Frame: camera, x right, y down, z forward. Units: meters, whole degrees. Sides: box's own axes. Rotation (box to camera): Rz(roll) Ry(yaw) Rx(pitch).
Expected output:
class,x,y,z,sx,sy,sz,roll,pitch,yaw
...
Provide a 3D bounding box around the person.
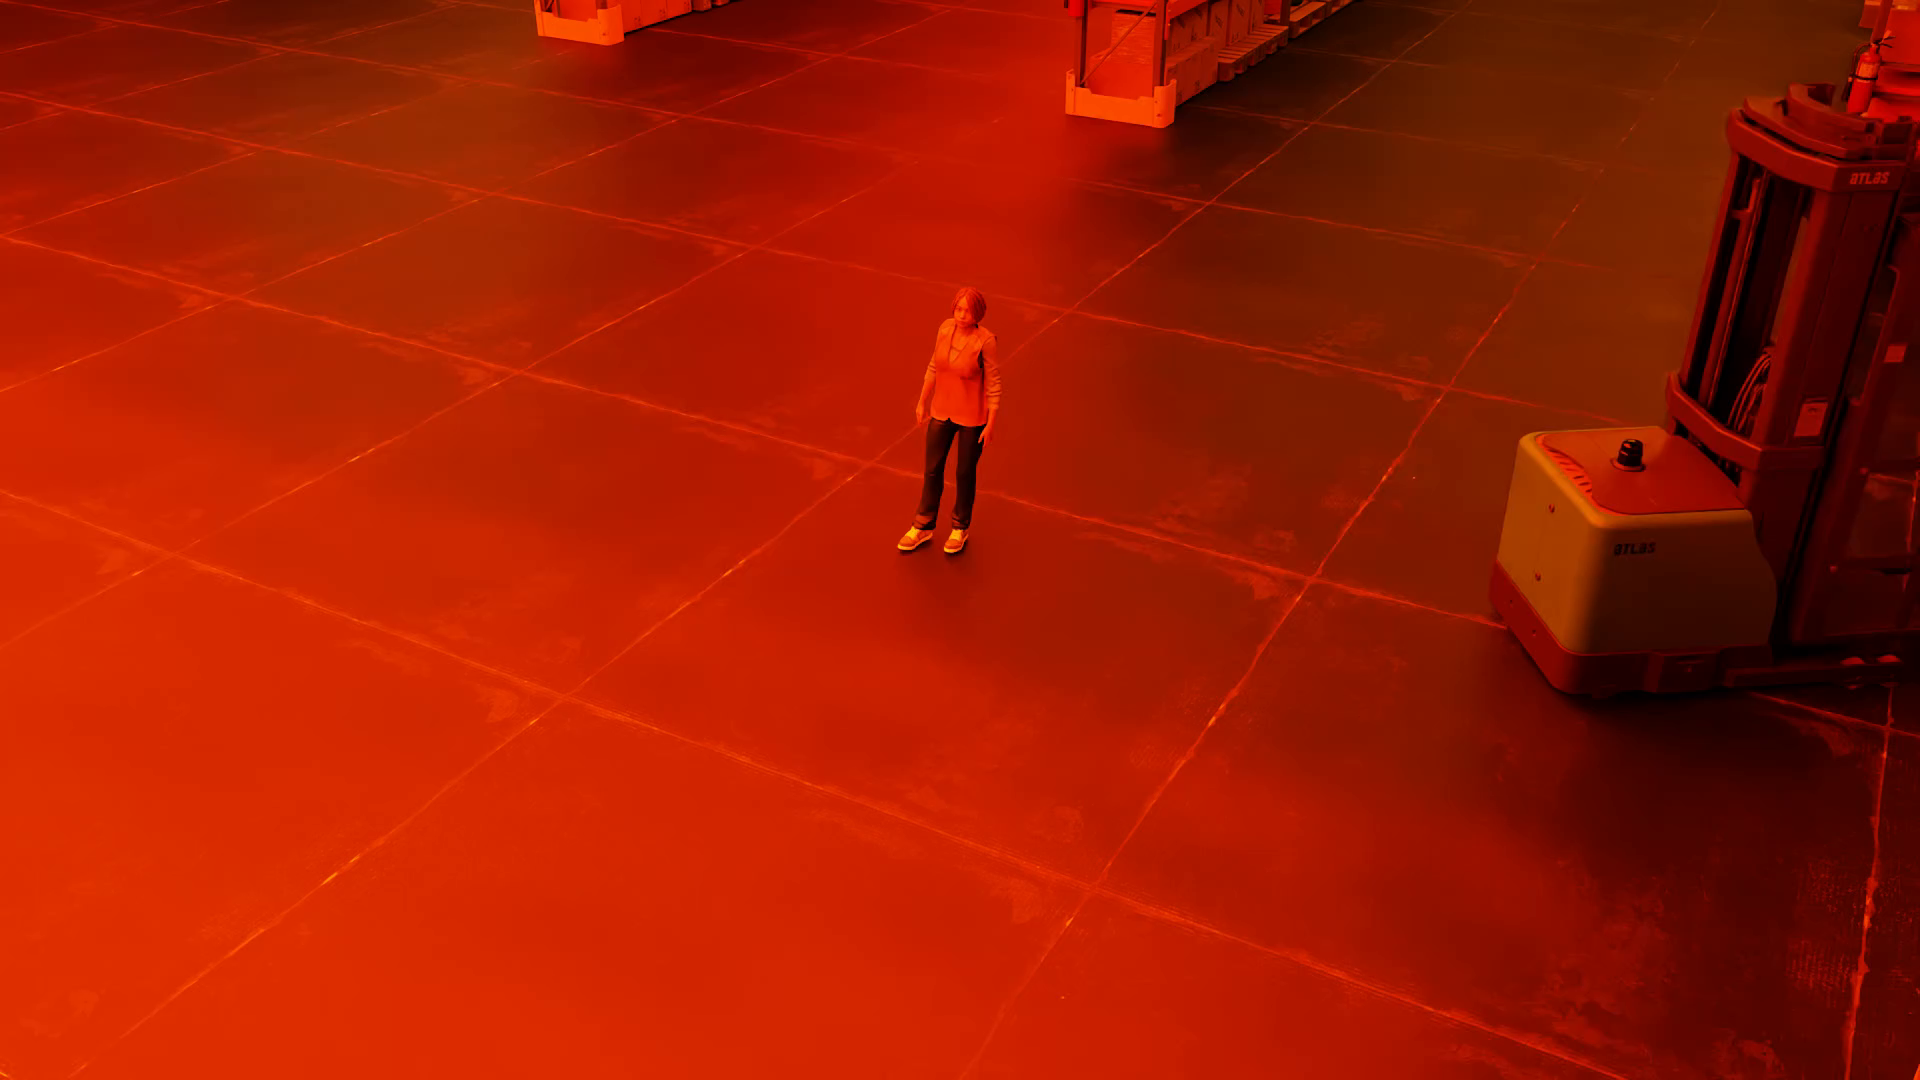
class,x,y,z,sx,sy,sz,roll,pitch,yaw
person,-0.048,-0.669,9.550,0.520,1.597,0.476,15,33,25

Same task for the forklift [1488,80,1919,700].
class,x,y,z,sx,sy,sz,roll,pitch,yaw
forklift,4.508,-0.754,8.377,3.031,2.935,1.130,-3,30,-5
